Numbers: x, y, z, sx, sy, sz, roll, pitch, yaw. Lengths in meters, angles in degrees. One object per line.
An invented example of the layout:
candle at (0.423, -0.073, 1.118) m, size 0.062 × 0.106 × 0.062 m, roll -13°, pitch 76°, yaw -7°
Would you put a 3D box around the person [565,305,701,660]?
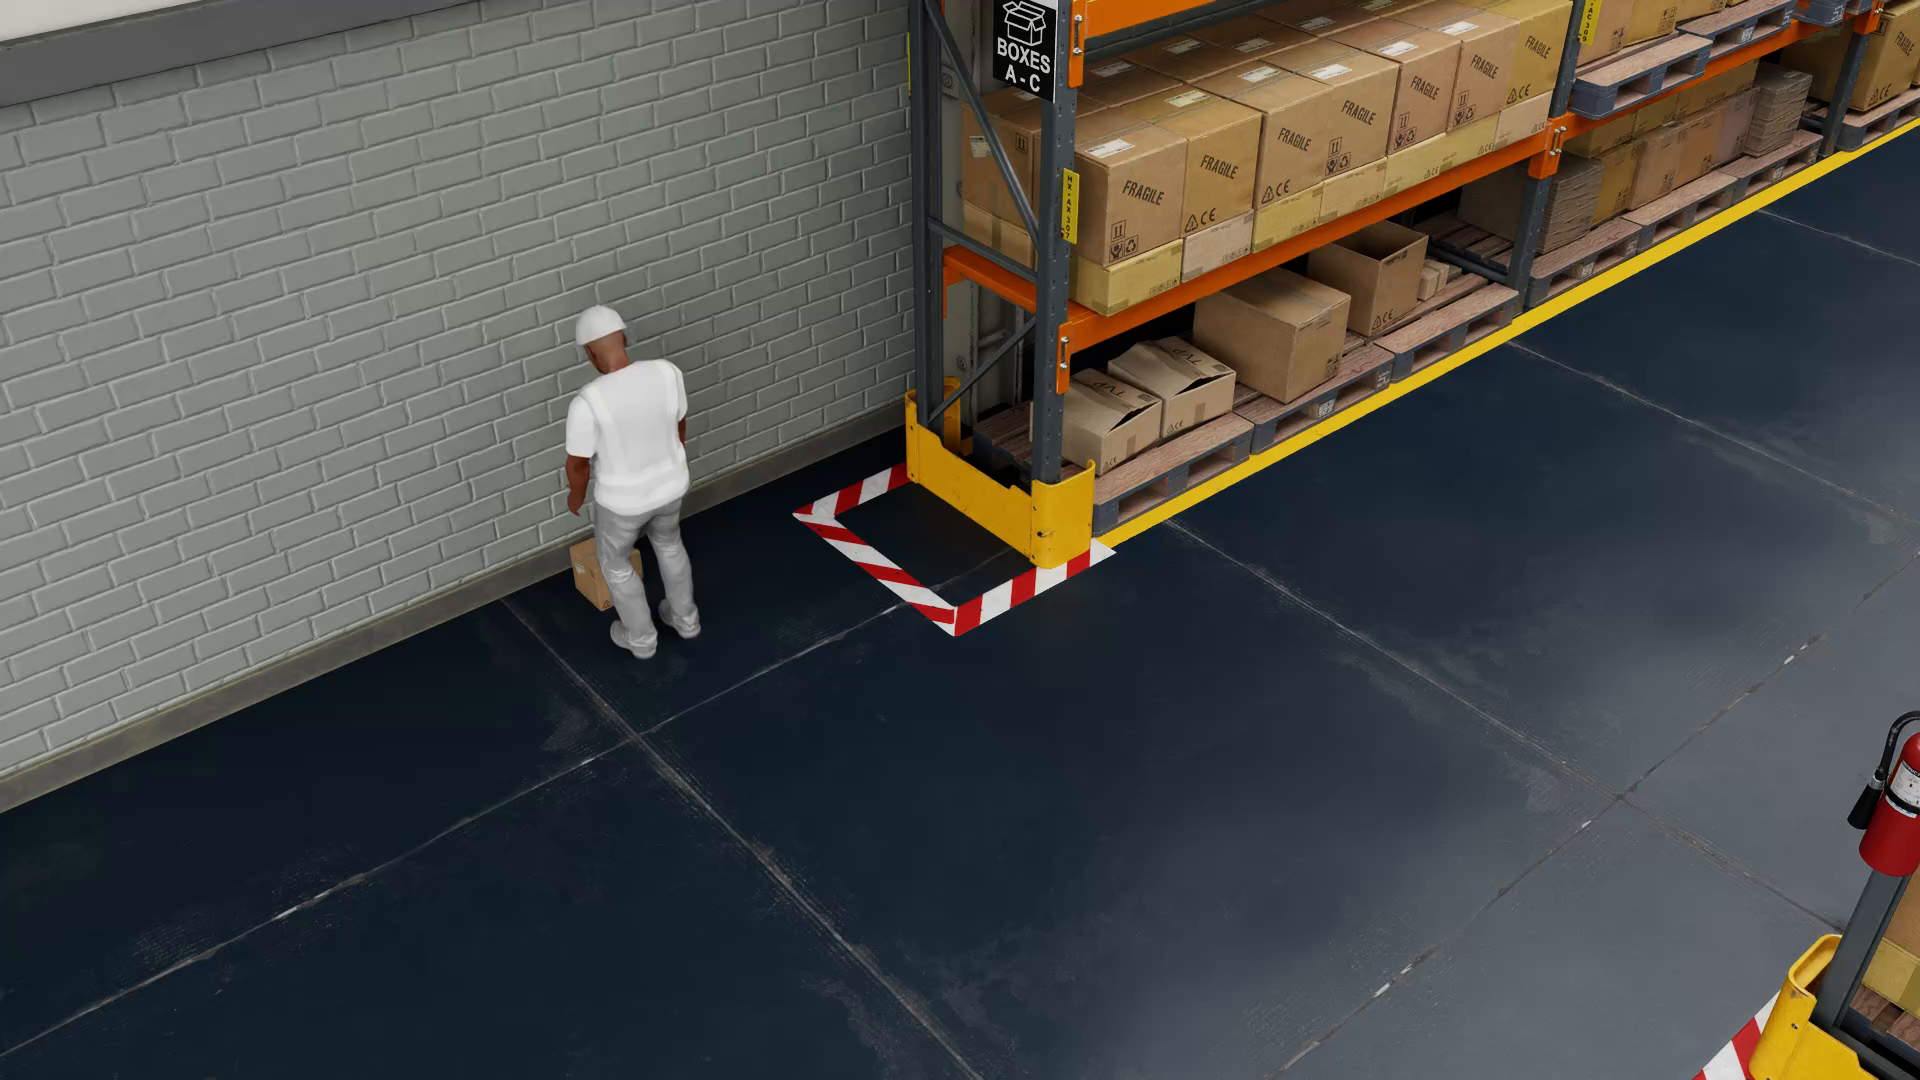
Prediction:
person at (-1.468, -0.240, 7.429) m, size 0.588 × 1.726 × 0.437 m, roll -25°, pitch 43°, yaw -31°
